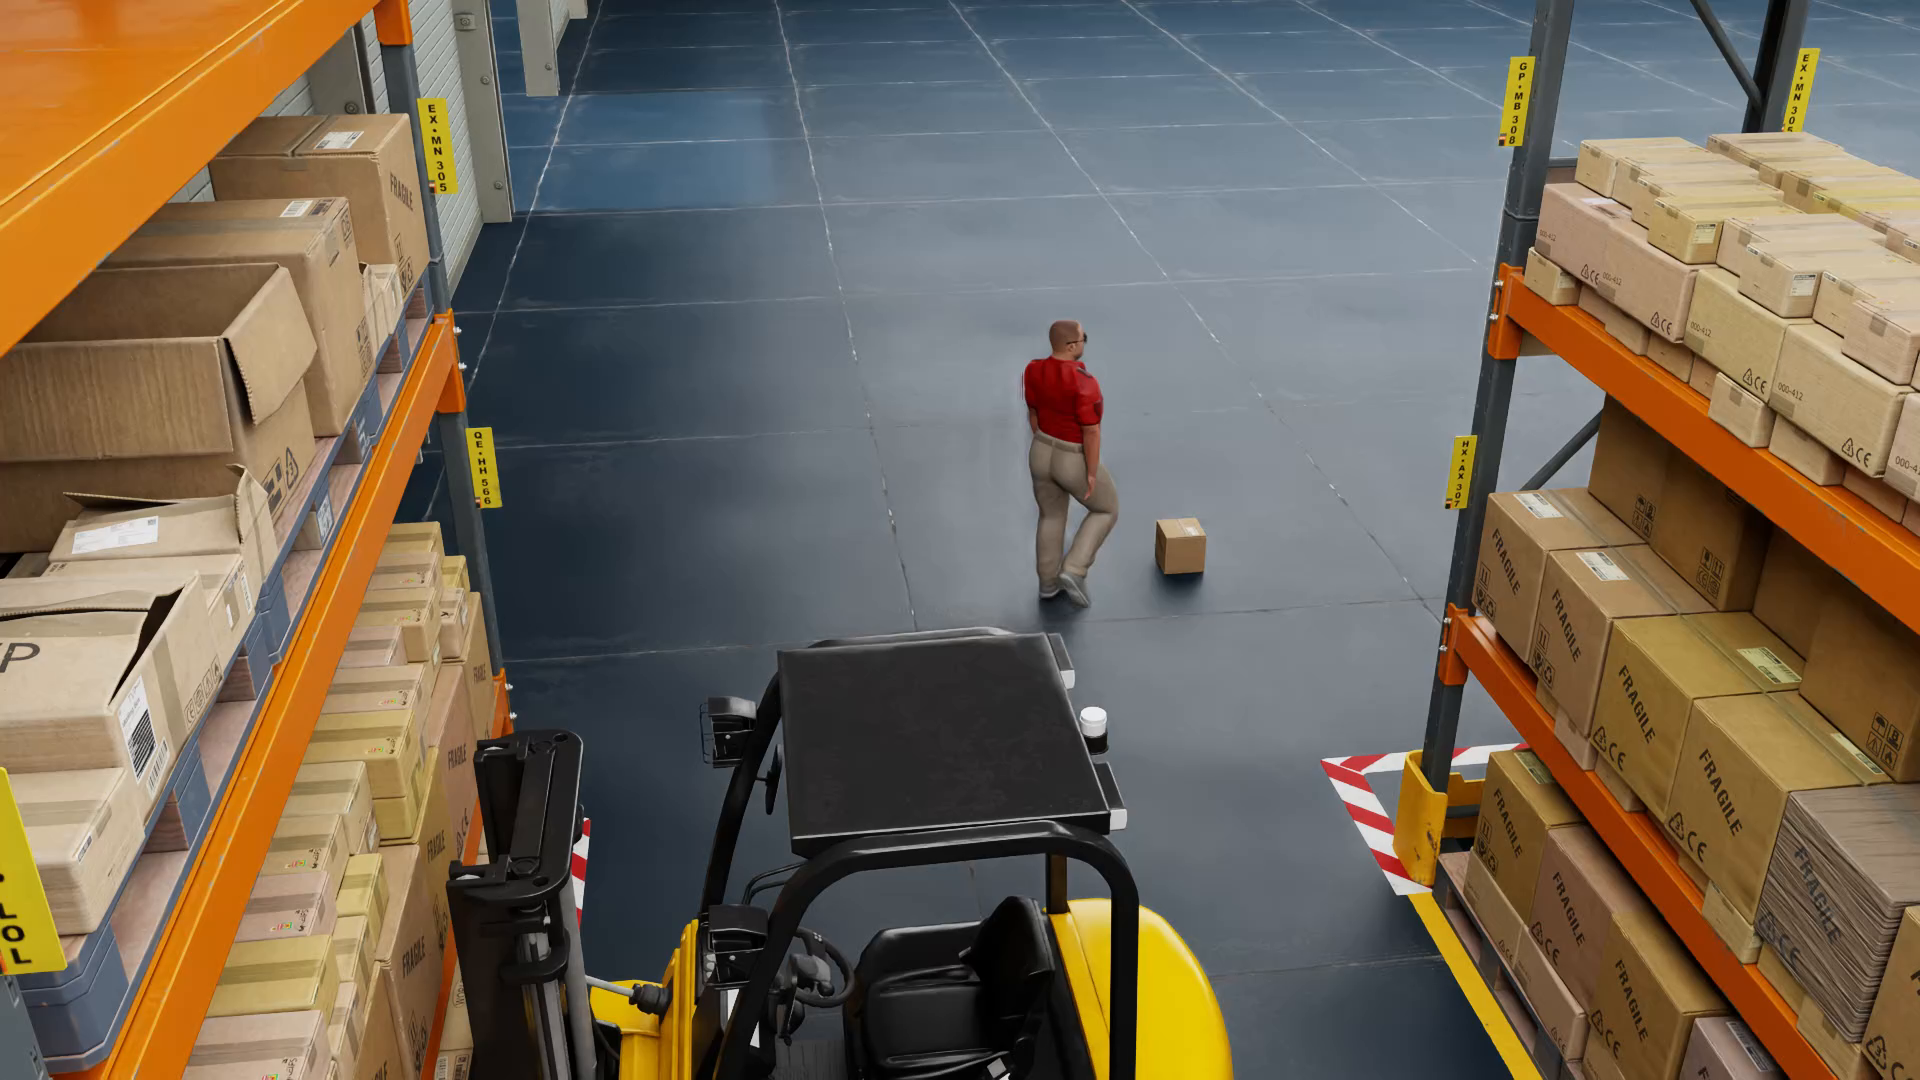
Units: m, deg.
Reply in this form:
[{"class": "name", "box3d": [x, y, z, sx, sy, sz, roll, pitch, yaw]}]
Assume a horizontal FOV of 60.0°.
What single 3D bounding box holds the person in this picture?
[{"class": "person", "box3d": [0.628, -0.446, 9.504, 0.543, 1.755, 0.452, 19, 32, 32]}]
